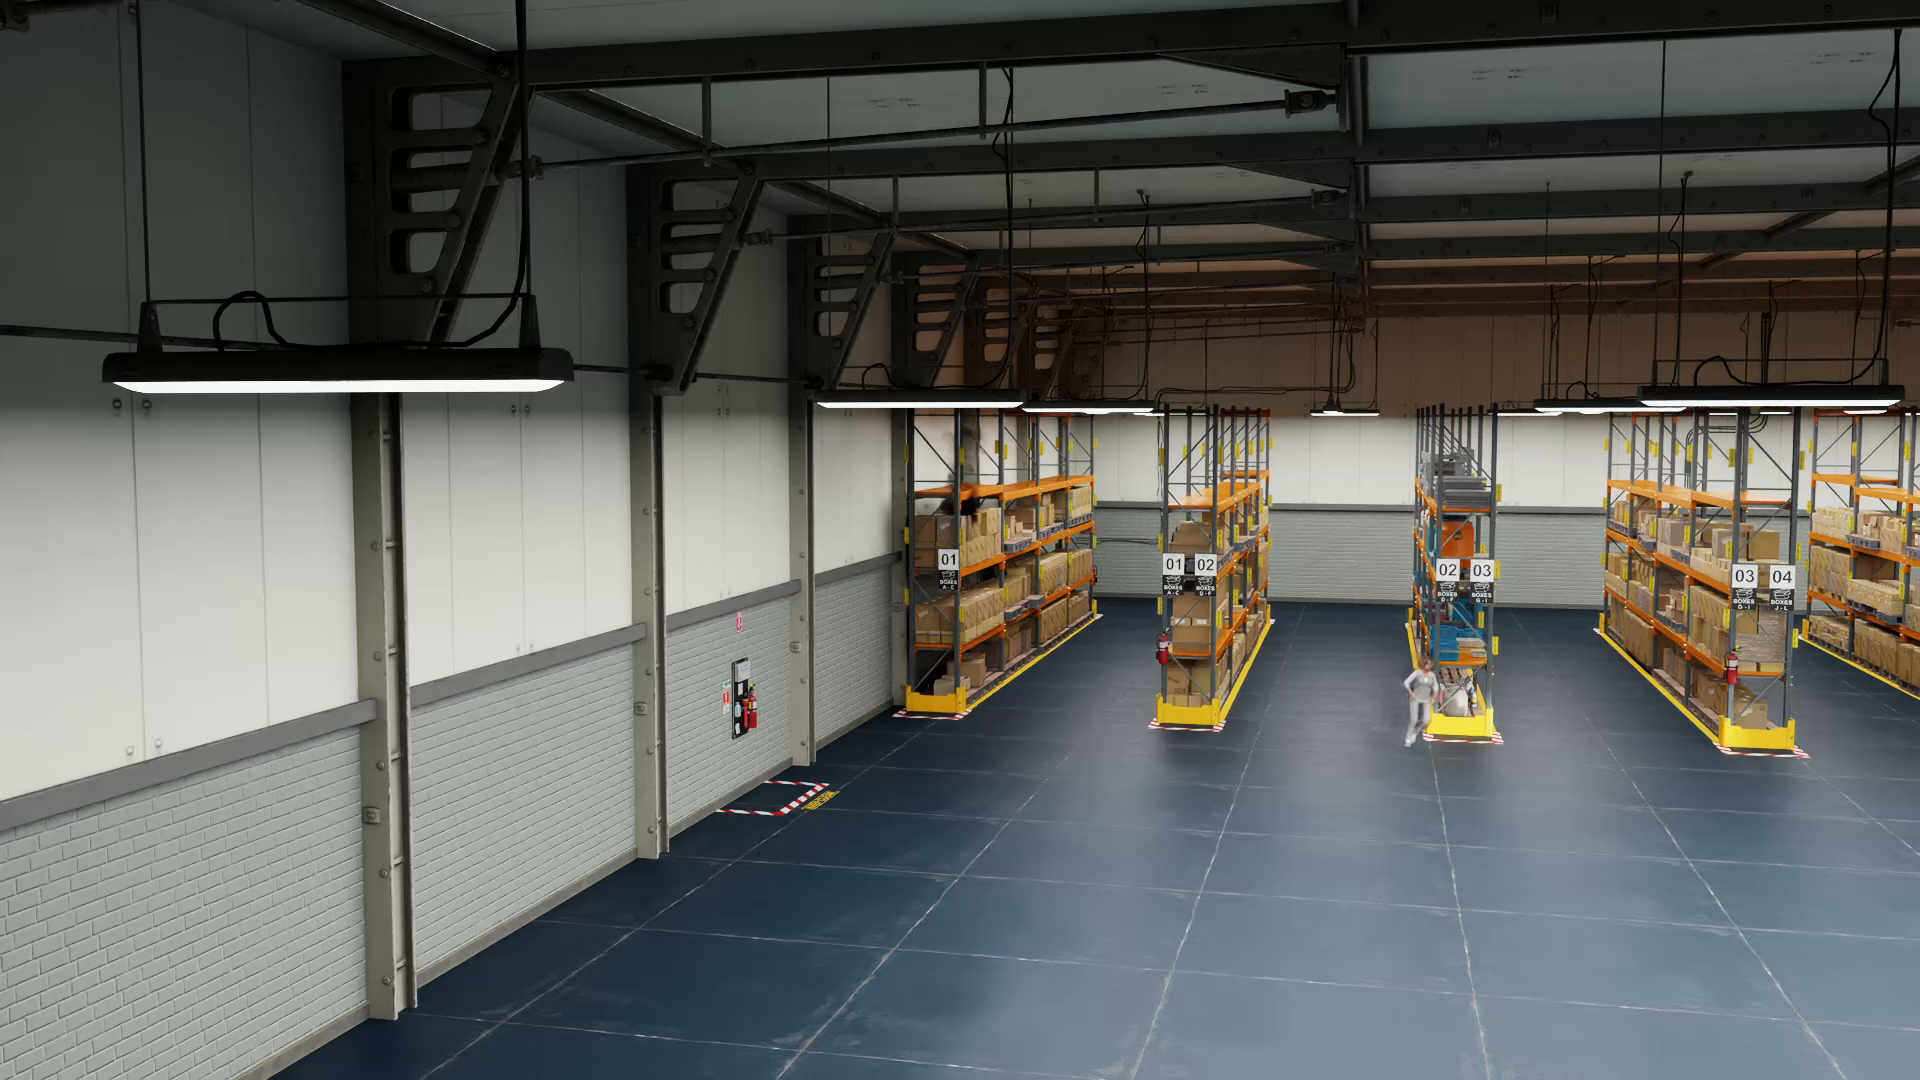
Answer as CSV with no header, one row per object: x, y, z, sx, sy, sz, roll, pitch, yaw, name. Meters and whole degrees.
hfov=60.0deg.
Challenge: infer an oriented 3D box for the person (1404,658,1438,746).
8.106,2.888,29.141,0.627,1.470,0.454,0,4,-5,person
